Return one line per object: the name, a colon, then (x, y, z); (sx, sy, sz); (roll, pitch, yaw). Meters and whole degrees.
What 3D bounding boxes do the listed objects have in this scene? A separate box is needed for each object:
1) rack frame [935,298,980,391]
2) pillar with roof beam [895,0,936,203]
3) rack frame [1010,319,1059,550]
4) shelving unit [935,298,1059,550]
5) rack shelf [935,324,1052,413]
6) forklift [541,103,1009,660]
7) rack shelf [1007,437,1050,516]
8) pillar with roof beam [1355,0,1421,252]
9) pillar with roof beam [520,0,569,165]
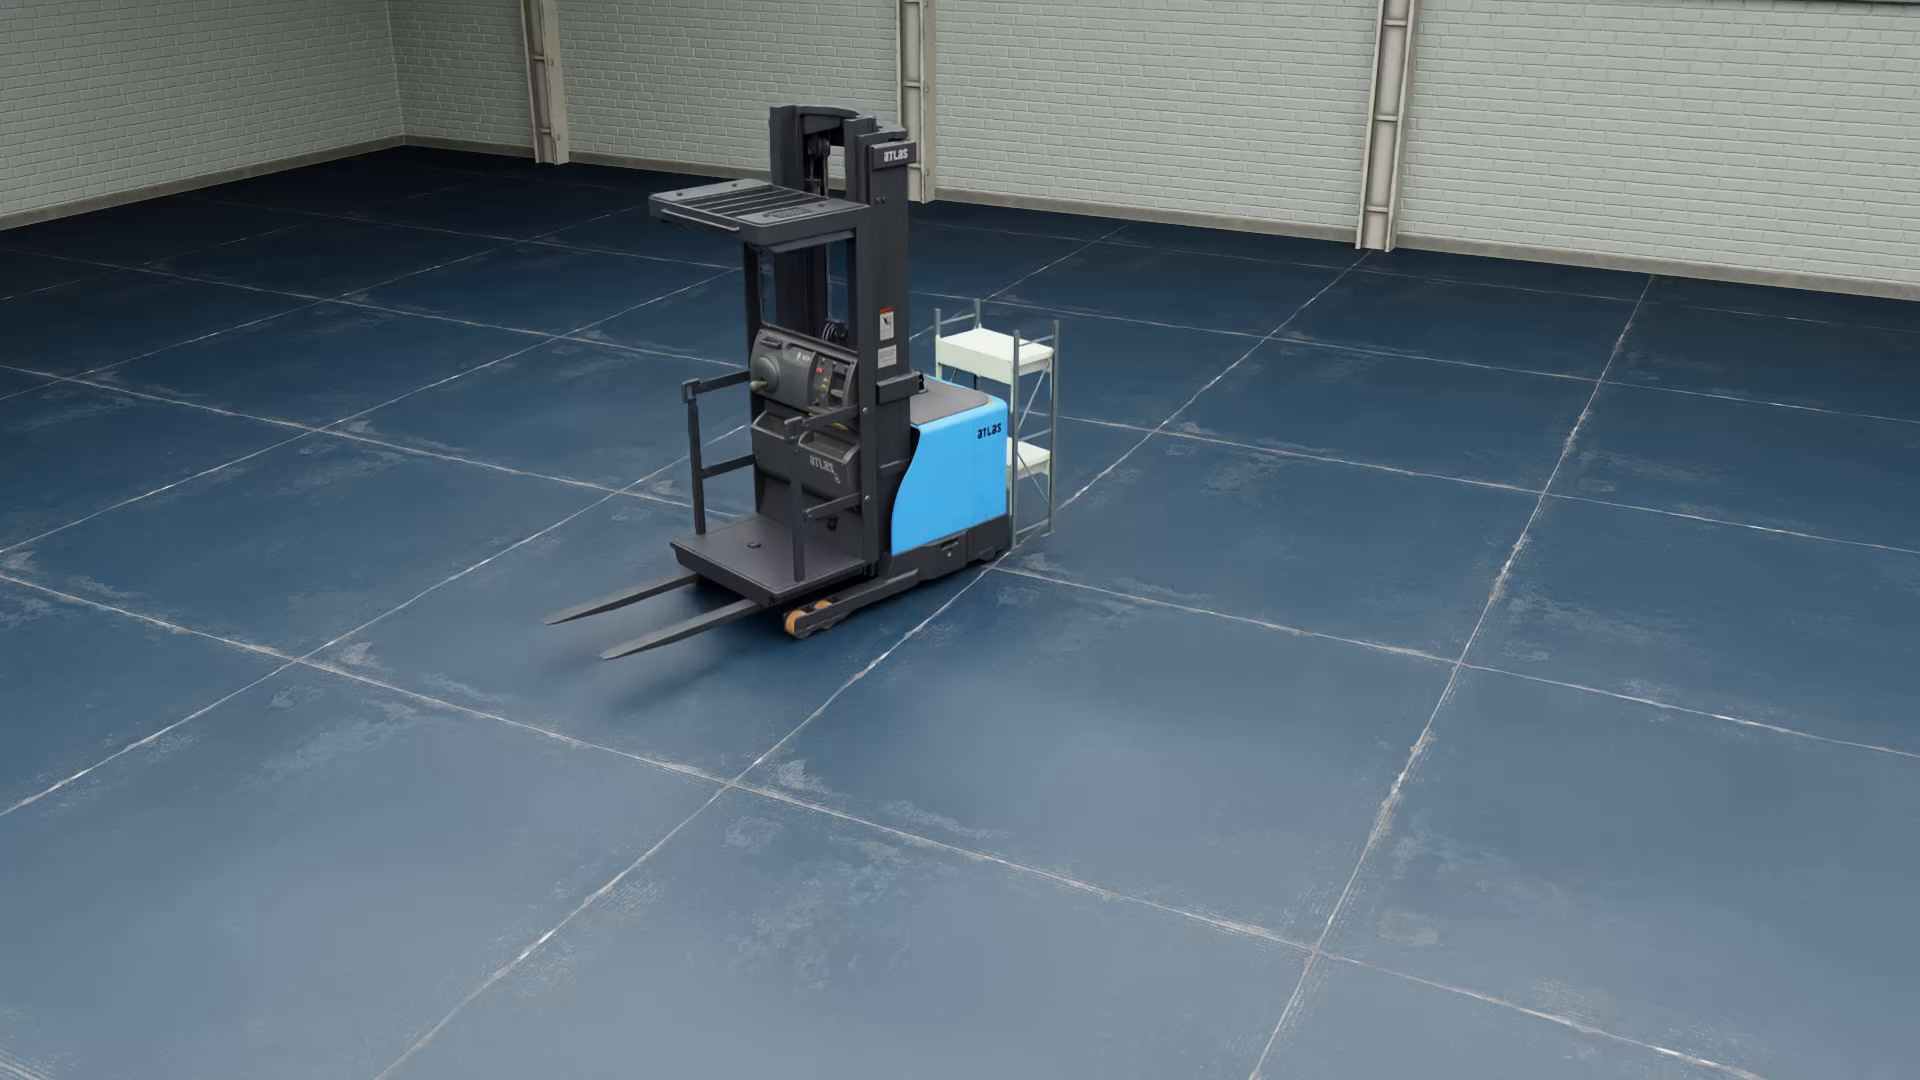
rack frame: (-0.018, -0.890, 11.426); (0.400, 1.500, 0.023); (-21, 30, -40)
pillar with roof beam: (-2.503, -7.074, 16.385); (0.400, 9.000, 9.100); (11, 25, 25)
rack frame: (0.489, -0.684, 10.940); (0.400, 1.500, 0.023); (-21, 30, -40)
shelving unit: (0.235, -0.787, 11.183); (0.431, 1.500, 0.755); (-21, 30, -40)
rack shelf: (0.236, -1.146, 11.031); (0.431, 0.370, 0.720); (-21, 30, -40)
forklift: (-1.093, -0.992, 9.836); (3.031, 2.935, 1.130); (-21, 31, -40)
rack shelf: (0.235, -0.487, 11.311); (0.431, 0.370, 0.720); (-21, 30, -40)
pillar with roof beam: (2.851, -6.014, 13.893); (0.400, 9.000, 9.100); (11, 25, 25)
pillar with roof beam: (-7.858, -8.133, 18.876); (0.400, 9.000, 9.100); (11, 25, 25)
